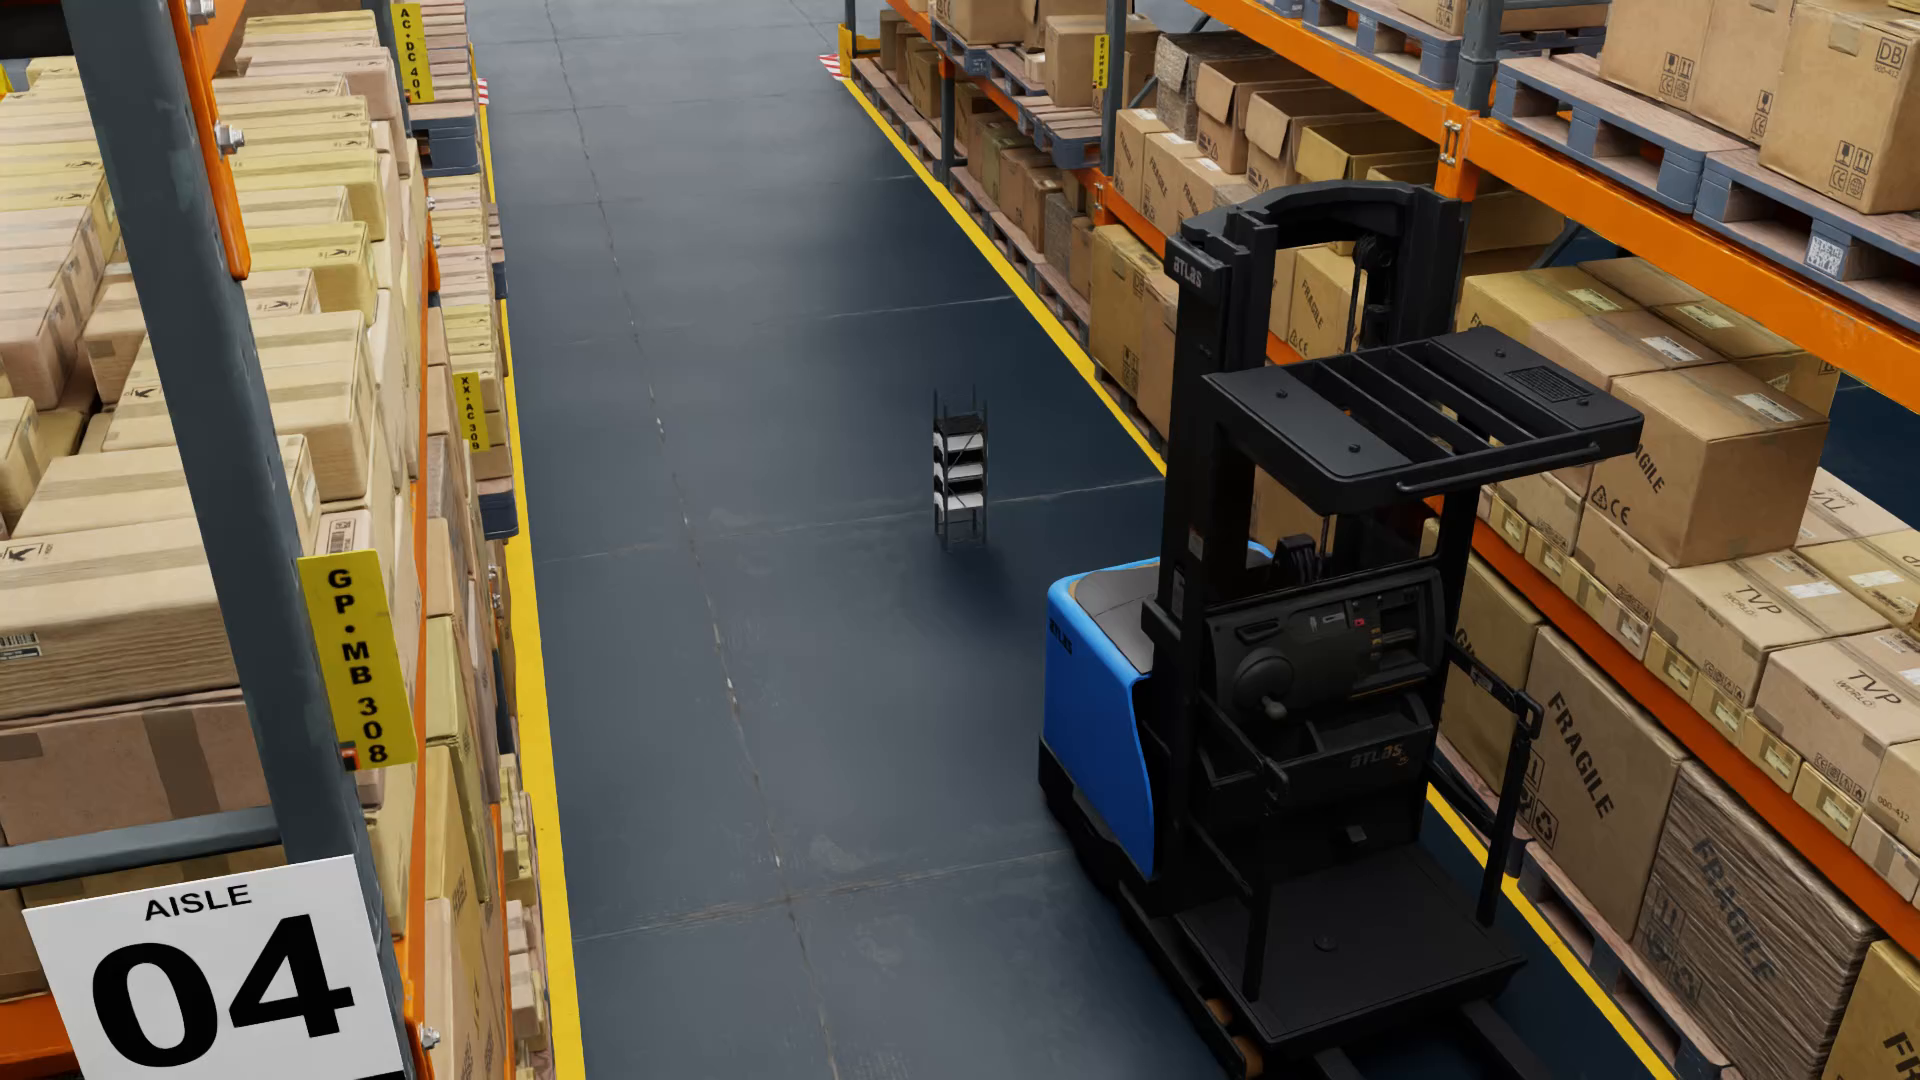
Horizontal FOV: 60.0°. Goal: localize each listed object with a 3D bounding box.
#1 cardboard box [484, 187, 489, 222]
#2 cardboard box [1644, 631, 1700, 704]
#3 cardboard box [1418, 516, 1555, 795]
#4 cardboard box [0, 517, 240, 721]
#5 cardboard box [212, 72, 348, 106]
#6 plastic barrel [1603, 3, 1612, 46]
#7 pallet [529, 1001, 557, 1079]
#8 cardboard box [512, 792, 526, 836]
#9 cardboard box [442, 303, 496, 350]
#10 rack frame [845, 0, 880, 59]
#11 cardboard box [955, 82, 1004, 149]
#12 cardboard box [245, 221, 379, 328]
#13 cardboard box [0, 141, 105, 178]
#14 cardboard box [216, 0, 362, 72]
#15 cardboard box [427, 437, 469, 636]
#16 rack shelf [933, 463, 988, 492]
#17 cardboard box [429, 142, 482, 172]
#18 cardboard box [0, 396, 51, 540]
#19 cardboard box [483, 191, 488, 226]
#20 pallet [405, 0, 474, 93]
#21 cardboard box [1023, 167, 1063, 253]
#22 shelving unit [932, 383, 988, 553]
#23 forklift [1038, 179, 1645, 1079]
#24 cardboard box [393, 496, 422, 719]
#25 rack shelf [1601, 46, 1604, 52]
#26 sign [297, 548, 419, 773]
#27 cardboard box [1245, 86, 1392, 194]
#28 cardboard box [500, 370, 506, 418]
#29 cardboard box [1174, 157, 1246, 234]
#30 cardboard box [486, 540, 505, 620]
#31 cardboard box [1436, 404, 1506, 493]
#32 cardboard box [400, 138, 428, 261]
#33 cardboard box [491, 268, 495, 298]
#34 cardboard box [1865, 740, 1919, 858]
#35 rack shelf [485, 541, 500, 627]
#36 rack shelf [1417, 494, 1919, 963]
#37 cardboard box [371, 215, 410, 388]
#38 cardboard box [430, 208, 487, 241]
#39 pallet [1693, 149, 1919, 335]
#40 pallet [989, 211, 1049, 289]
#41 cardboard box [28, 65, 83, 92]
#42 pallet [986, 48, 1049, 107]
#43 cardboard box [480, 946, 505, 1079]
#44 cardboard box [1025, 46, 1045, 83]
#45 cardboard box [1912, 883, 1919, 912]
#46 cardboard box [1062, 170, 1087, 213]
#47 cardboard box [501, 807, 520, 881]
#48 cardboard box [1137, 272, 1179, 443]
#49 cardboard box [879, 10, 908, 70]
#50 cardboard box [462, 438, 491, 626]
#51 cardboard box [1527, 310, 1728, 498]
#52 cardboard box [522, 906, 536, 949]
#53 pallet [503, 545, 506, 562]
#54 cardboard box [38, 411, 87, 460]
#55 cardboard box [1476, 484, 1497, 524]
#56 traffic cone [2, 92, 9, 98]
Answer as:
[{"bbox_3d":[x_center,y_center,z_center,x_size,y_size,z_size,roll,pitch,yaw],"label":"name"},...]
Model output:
[{"bbox_3d":[-2.838,-1.853,9.288,0.380,0.149,0.250,-7,31,-12],"label":"cardboard box"},{"bbox_3d":[2.631,0.413,5.793,0.380,0.149,0.250,-9,31,-15],"label":"cardboard box"},{"bbox_3d":[2.556,0.432,7.212,0.875,0.875,0.875,-8,31,-13],"label":"cardboard box"},{"bbox_3d":[-1.155,0.098,2.344,0.380,0.149,0.250,-8,31,-14],"label":"cardboard box"},{"bbox_3d":[-1.863,-1.151,4.503,0.380,0.149,0.250,-7,31,-12],"label":"cardboard box"},{"bbox_3d":[5.347,-4.371,13.672,0.433,0.535,0.433,0,30,0],"label":"plastic barrel"},{"bbox_3d":[-1.811,2.092,5.425,1.003,0.211,1.213,-8,31,-13],"label":"pallet"},{"bbox_3d":[-1.877,1.137,6.420,0.380,0.149,0.250,-9,31,-16],"label":"cardboard box"},{"bbox_3d":[-2.157,-0.865,6.987,0.380,0.149,0.250,-8,31,-13],"label":"cardboard box"},{"bbox_3d":[-0.727,-6.431,17.367,1.000,3.000,0.127,-8,31,-13],"label":"rack frame"},{"bbox_3d":[0.267,-3.798,14.893,0.500,0.500,0.500,-9,31,-15],"label":"cardboard box"},{"bbox_3d":[-1.420,-0.536,3.440,0.380,0.149,0.250,-7,31,-12],"label":"cardboard box"},{"bbox_3d":[-2.205,-0.833,3.953,0.380,0.149,0.250,-6,31,-11],"label":"cardboard box"},{"bbox_3d":[-2.345,-1.746,5.758,0.700,0.500,0.500,-8,31,-13],"label":"cardboard box"},{"bbox_3d":[-1.701,0.060,4.758,0.500,0.500,0.500,-7,31,-12],"label":"cardboard box"},{"bbox_3d":[0.002,-0.357,9.034,0.258,0.077,0.200,-8,31,-13],"label":"rack shelf"},{"bbox_3d":[-2.840,-2.111,9.141,0.380,0.149,0.250,-9,31,-15],"label":"cardboard box"},{"bbox_3d":[-1.701,-0.093,2.674,0.380,0.149,0.250,-9,31,-15],"label":"cardboard box"},{"bbox_3d":[-2.697,-1.725,8.771,0.380,0.149,0.250,-7,31,-12],"label":"cardboard box"},{"bbox_3d":[-2.690,-2.055,6.999,1.213,0.211,1.003,-8,31,-13],"label":"pallet"},{"bbox_3d":[0.883,-2.536,12.693,0.700,0.500,0.500,-5,30,-9],"label":"cardboard box"},{"bbox_3d":[0.002,-0.386,9.018,0.258,0.900,0.210,-8,31,-13],"label":"shelving unit"},{"bbox_3d":[1.365,0.417,5.604,1.130,2.935,3.031,-11,32,-19],"label":"forklift"},{"bbox_3d":[-1.297,0.168,3.121,0.500,0.250,0.500,-7,31,-12],"label":"cardboard box"},{"bbox_3d":[5.641,-3.881,13.678,1.077,0.370,4.000,-8,31,-13],"label":"rack shelf"},{"bbox_3d":[-0.766,0.158,2.115,0.100,0.325,0.005,-8,31,-13],"label":"sign"},{"bbox_3d":[1.930,-2.051,8.699,0.797,0.503,0.637,-7,31,-12],"label":"cardboard box"},{"bbox_3d":[-2.154,-0.604,7.130,0.380,0.149,0.250,-8,31,-13],"label":"cardboard box"},{"bbox_3d":[1.542,-1.844,9.342,0.500,0.500,0.500,-8,31,-14],"label":"cardboard box"},{"bbox_3d":[-2.292,0.159,7.309,0.500,0.250,0.500,-9,31,-15],"label":"cardboard box"},{"bbox_3d":[2.330,-0.438,6.864,0.500,0.250,0.500,-8,31,-14],"label":"cardboard box"},{"bbox_3d":[-1.960,-1.057,5.237,0.500,0.250,0.500,-7,31,-12],"label":"cardboard box"},{"bbox_3d":[-2.503,-1.232,8.216,0.380,0.149,0.250,-7,31,-12],"label":"cardboard box"},{"bbox_3d":[3.001,0.789,4.746,0.500,0.250,0.500,-8,31,-14],"label":"cardboard box"},{"bbox_3d":[-2.882,-0.679,8.148,1.077,0.370,4.000,-8,31,-13],"label":"rack shelf"},{"bbox_3d":[2.989,0.642,5.865,1.077,0.370,4.000,-8,31,-13],"label":"rack shelf"},{"bbox_3d":[-1.553,-0.531,3.829,0.500,0.250,0.500,-9,31,-15],"label":"cardboard box"},{"bbox_3d":[-2.499,-1.487,8.062,0.380,0.149,0.250,-6,31,-11],"label":"cardboard box"},{"bbox_3d":[2.985,-0.911,4.923,1.003,0.211,1.213,-8,31,-13],"label":"pallet"},{"bbox_3d":[0.870,-2.326,13.058,1.003,0.211,1.213,-8,31,-13],"label":"pallet"},{"bbox_3d":[-2.346,-1.225,4.630,0.380,0.149,0.250,-8,31,-14],"label":"cardboard box"},{"bbox_3d":[0.832,-3.435,12.382,1.003,0.211,1.213,-8,31,-13],"label":"pallet"},{"bbox_3d":[-1.308,1.226,3.740,0.500,0.500,0.500,-8,31,-13],"label":"cardboard box"},{"bbox_3d":[0.693,-3.460,11.949,0.396,0.266,0.258,-9,31,-15],"label":"cardboard box"},{"bbox_3d":[2.971,1.030,4.728,0.380,0.149,0.250,-8,31,-13],"label":"cardboard box"},{"bbox_3d":[1.039,-2.575,12.012,0.500,0.250,0.500,-4,30,-8],"label":"cardboard box"},{"bbox_3d":[-1.826,1.144,6.111,0.380,0.149,0.250,-8,31,-14],"label":"cardboard box"},{"bbox_3d":[1.789,-1.062,9.792,1.225,0.875,0.875,-8,31,-13],"label":"cardboard box"},{"bbox_3d":[-0.577,-5.227,17.363,0.500,0.500,0.500,-2,30,-4],"label":"cardboard box"},{"bbox_3d":[-1.950,-0.001,5.860,0.500,0.500,0.500,-8,31,-13],"label":"cardboard box"},{"bbox_3d":[2.462,-0.520,6.258,0.500,0.500,0.500,-8,31,-13],"label":"cardboard box"},{"bbox_3d":[-1.797,1.427,6.217,0.380,0.149,0.250,-9,31,-15],"label":"cardboard box"},{"bbox_3d":[-2.886,0.216,8.666,1.003,0.211,1.213,-8,31,-13],"label":"pallet"},{"bbox_3d":[-1.794,0.022,2.874,0.500,0.250,0.500,-9,31,-15],"label":"cardboard box"},{"bbox_3d":[2.286,-0.213,6.874,0.380,0.149,0.250,-9,31,-15],"label":"cardboard box"},{"bbox_3d":[-8.924,-3.979,15.663,0.336,0.463,0.334,-8,31,-13],"label":"traffic cone"}]
